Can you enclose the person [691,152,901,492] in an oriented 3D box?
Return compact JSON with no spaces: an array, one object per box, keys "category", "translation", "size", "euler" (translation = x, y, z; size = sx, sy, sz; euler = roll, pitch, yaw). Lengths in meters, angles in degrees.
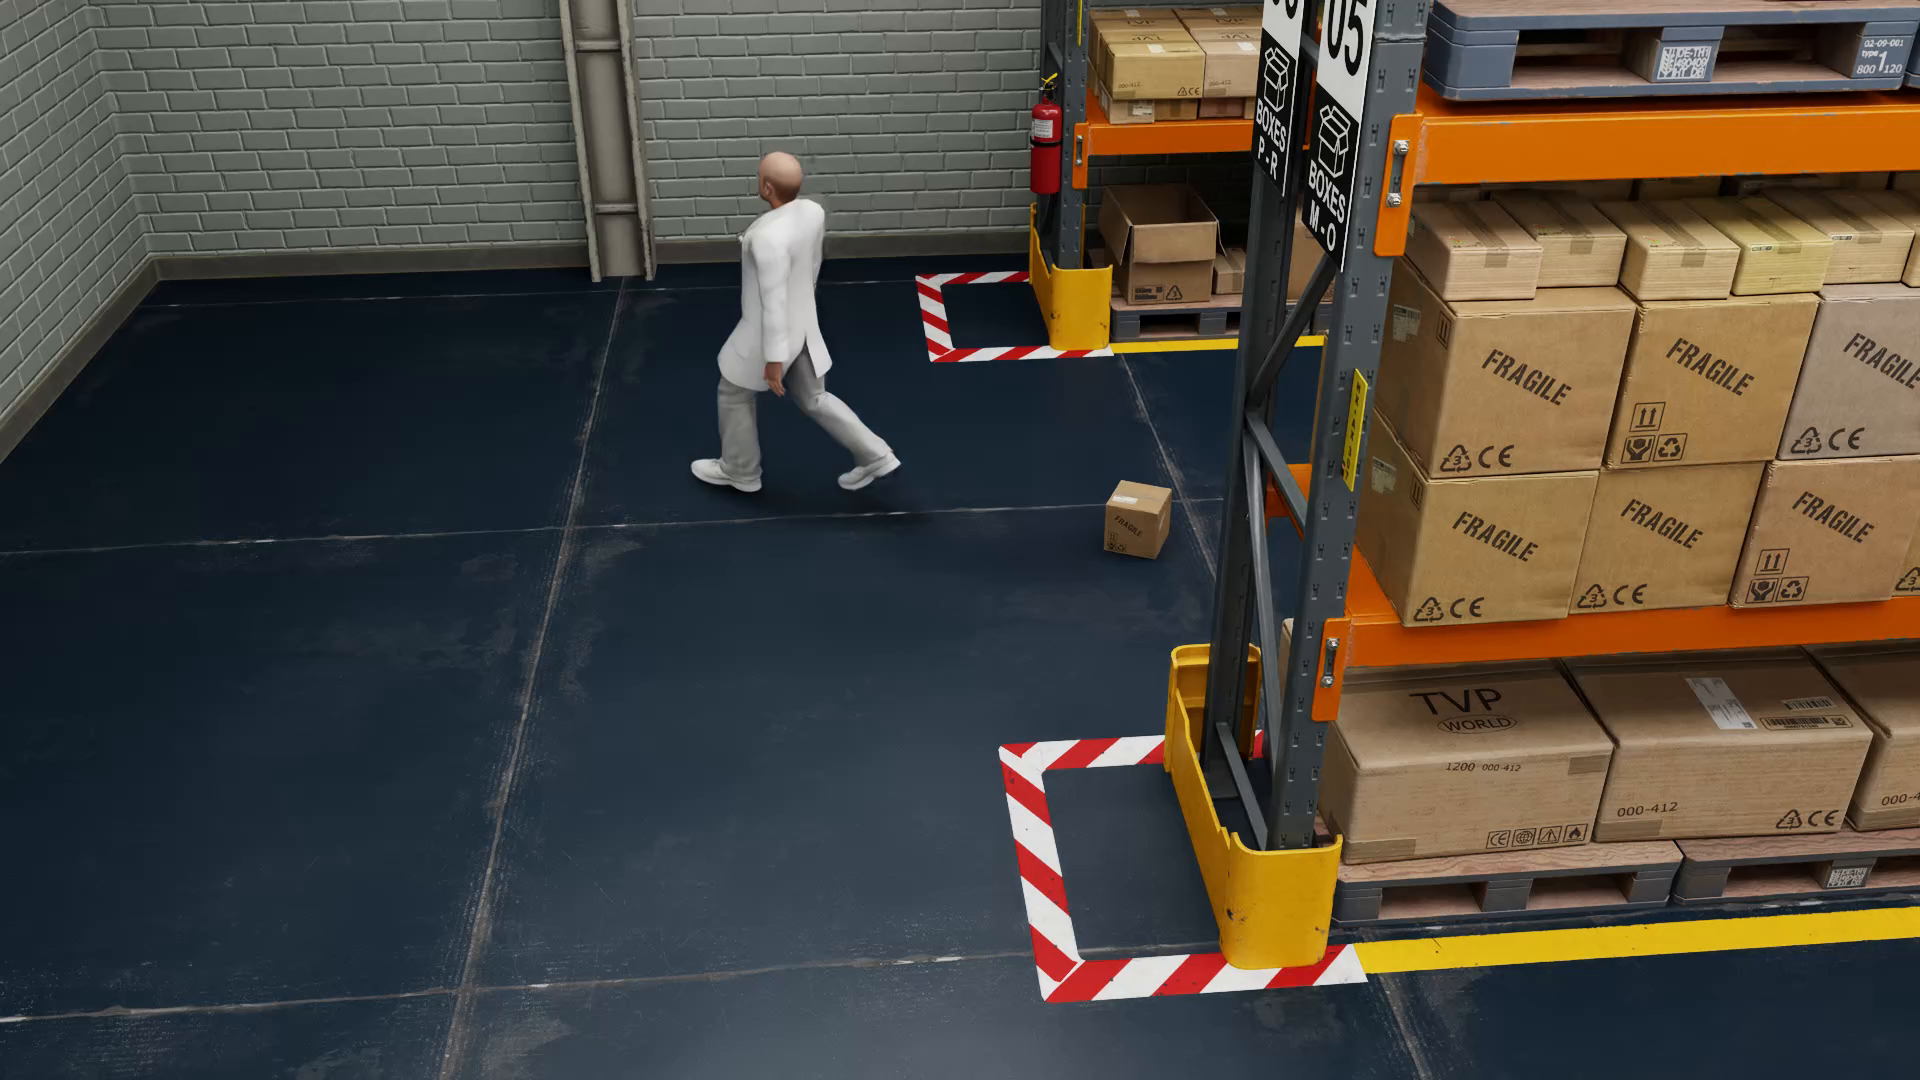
[{"category":"person","translation":[-0.809,-0.982,7.802],"size":[1.072,1.730,0.613],"euler":[15,34,24]}]
